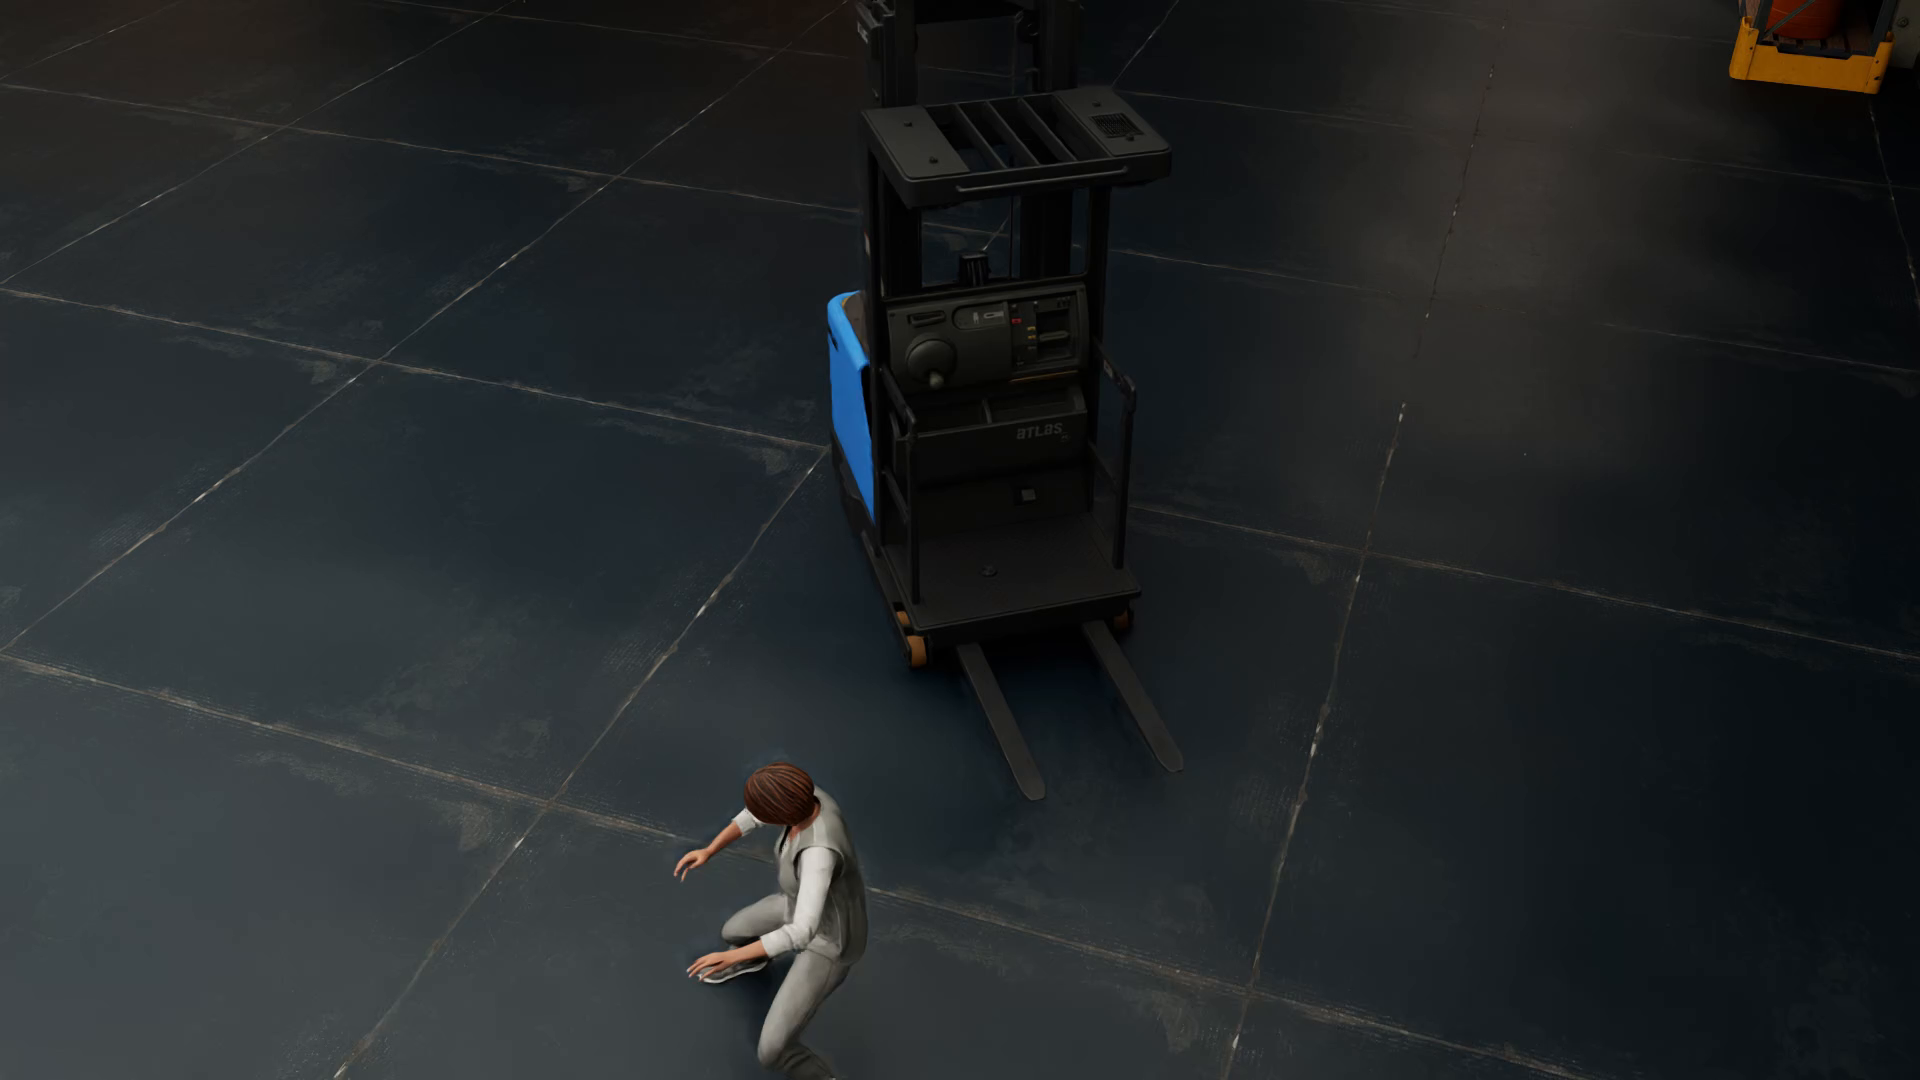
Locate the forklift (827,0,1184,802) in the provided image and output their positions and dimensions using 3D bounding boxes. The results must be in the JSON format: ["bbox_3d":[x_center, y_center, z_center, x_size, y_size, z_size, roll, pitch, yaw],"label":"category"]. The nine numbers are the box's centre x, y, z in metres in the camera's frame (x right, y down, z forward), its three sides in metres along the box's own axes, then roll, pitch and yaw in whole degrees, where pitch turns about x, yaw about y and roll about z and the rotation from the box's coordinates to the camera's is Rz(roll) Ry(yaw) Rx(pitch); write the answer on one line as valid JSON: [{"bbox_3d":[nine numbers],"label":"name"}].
[{"bbox_3d":[0.193,-0.847,7.305,1.130,2.935,3.031,-9,36,-13],"label":"forklift"}]

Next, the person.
[{"bbox_3d":[-0.625,1.316,5.612,0.618,1.360,0.997,-7,36,-10],"label":"person"}]
